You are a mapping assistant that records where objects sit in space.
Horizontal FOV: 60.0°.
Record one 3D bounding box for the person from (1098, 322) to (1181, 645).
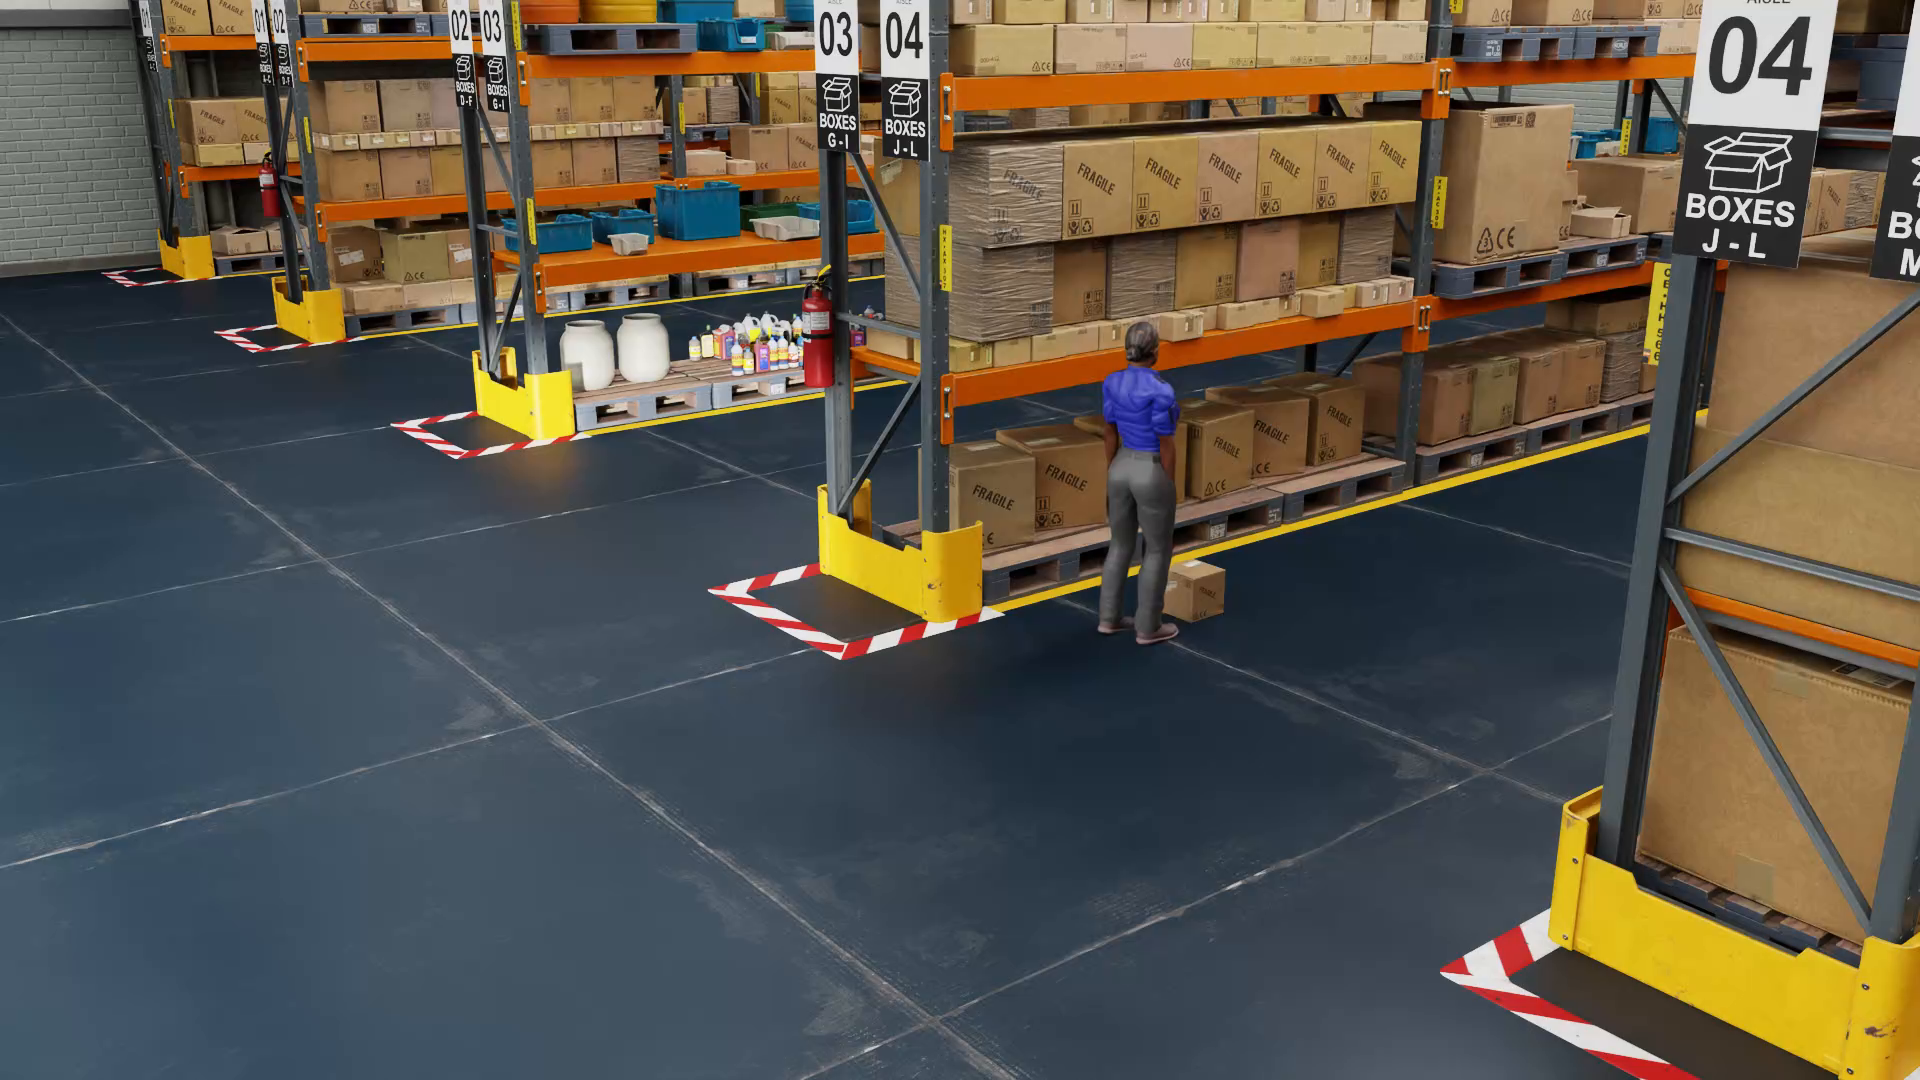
[{"bbox_3d":[0.923,-0.288,8.486,0.437,1.674,0.322,17,24,42],"label":"person"}]
